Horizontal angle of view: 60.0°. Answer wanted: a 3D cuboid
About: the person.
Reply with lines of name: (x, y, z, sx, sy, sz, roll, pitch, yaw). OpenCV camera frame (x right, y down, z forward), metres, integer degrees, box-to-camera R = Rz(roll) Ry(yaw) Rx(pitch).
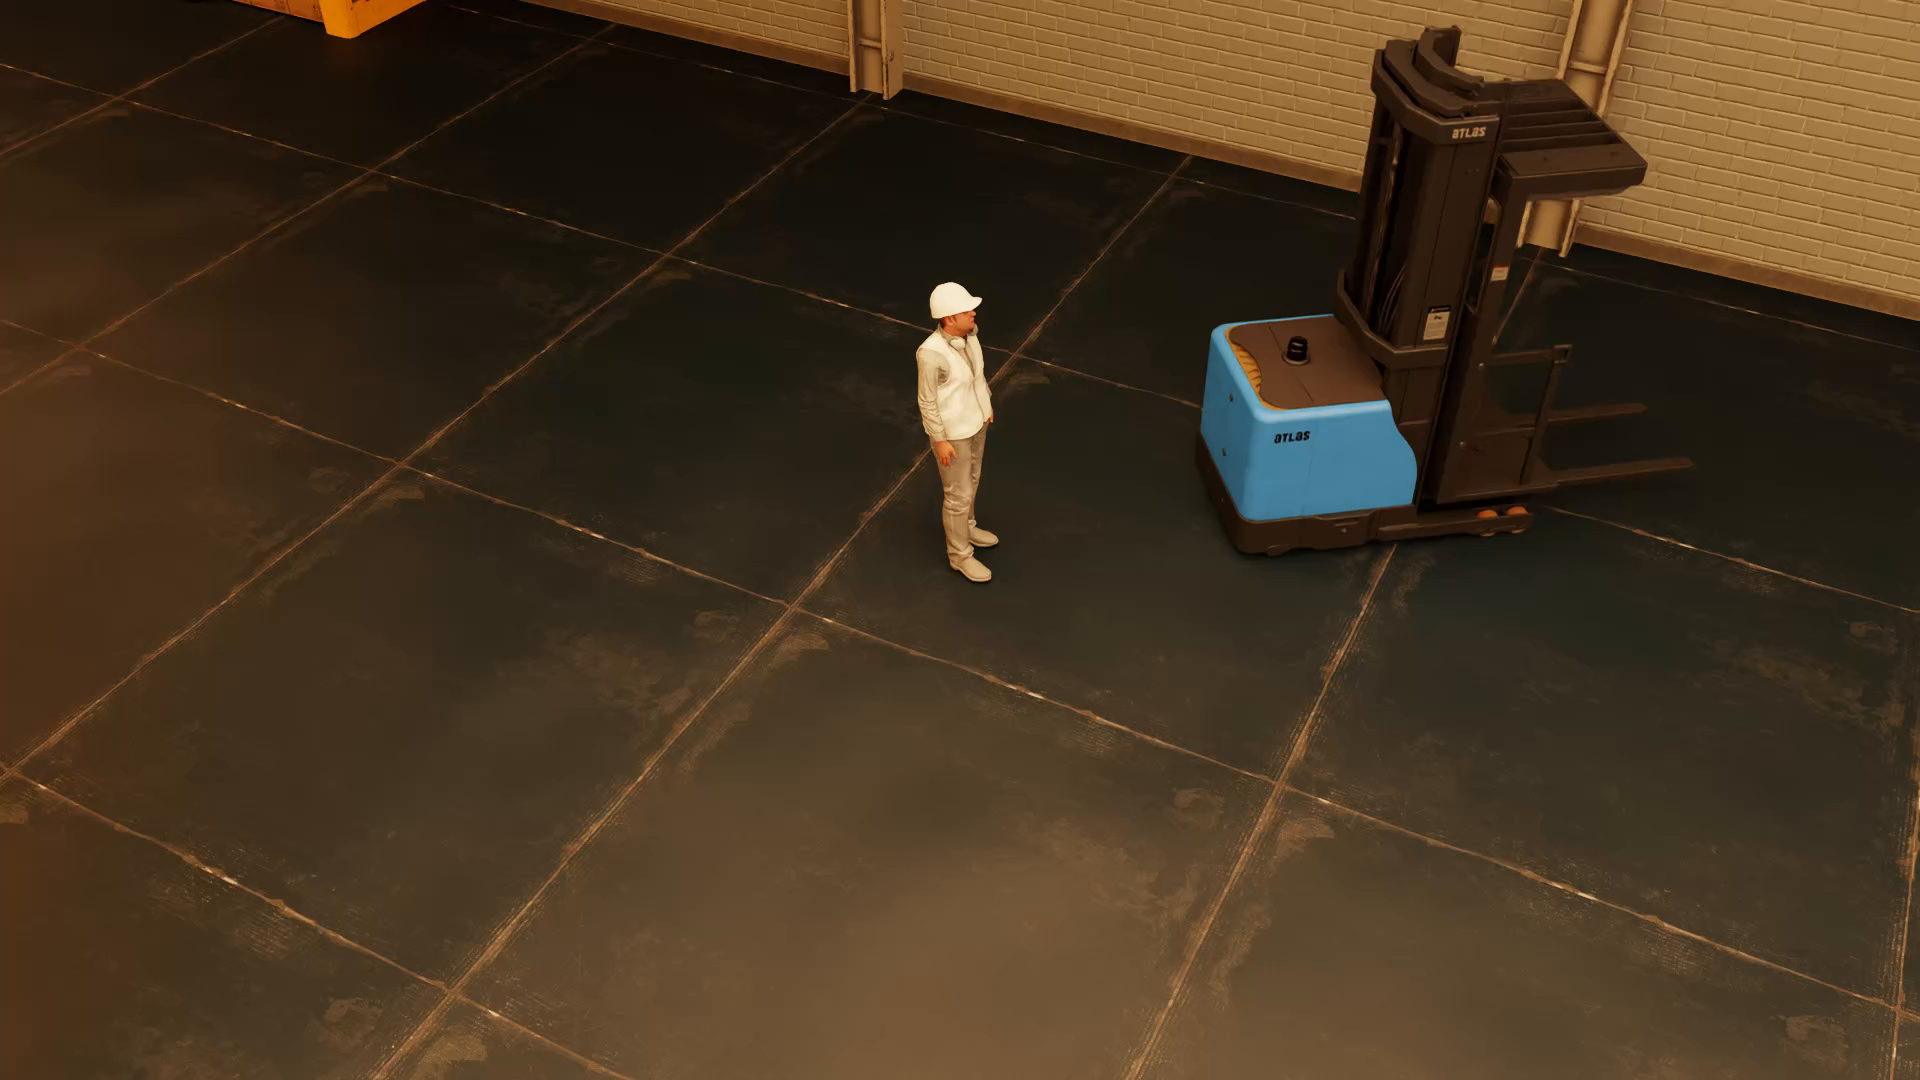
person: (0.053, -0.661, 9.659, 0.566, 1.775, 0.633, 18, 43, 21)

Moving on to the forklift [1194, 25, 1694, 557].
forklift: (3.084, -1.474, 9.736, 3.031, 2.935, 1.130, -6, 41, -7)
